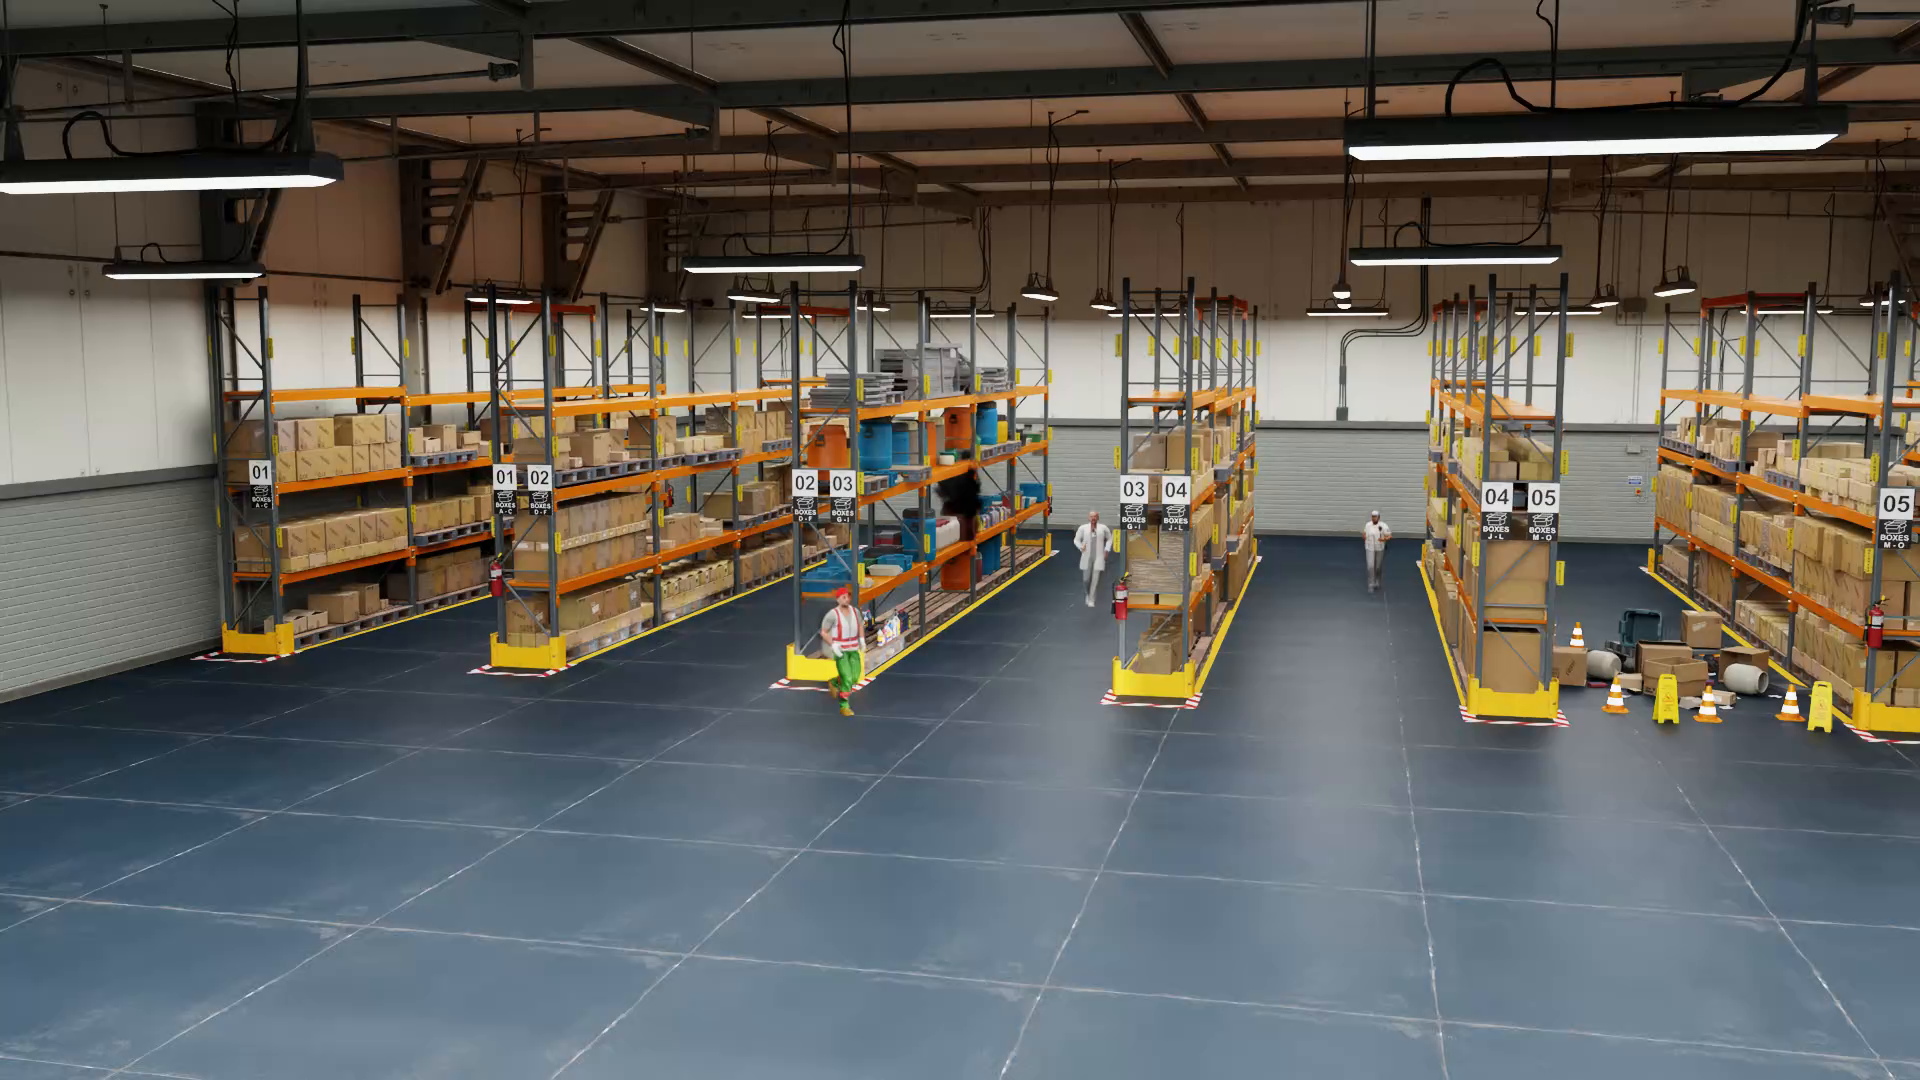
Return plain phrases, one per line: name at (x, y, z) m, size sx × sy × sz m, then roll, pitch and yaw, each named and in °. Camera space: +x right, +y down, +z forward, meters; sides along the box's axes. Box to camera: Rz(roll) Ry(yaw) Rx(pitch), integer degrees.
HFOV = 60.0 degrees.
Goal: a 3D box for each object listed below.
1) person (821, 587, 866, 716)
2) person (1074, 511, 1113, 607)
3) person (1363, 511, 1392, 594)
person at (-1.629, 1.510, 22.887) m, size 0.676 × 1.760 × 0.666 m, roll -5°, pitch 8°, yaw -36°
person at (2.440, 0.340, 30.517) m, size 0.706 × 1.755 × 0.684 m, roll 1°, pitch 7°, yaw 7°
person at (8.622, 0.232, 34.419) m, size 0.591 × 1.690 × 0.871 m, roll 2°, pitch 7°, yaw 18°
